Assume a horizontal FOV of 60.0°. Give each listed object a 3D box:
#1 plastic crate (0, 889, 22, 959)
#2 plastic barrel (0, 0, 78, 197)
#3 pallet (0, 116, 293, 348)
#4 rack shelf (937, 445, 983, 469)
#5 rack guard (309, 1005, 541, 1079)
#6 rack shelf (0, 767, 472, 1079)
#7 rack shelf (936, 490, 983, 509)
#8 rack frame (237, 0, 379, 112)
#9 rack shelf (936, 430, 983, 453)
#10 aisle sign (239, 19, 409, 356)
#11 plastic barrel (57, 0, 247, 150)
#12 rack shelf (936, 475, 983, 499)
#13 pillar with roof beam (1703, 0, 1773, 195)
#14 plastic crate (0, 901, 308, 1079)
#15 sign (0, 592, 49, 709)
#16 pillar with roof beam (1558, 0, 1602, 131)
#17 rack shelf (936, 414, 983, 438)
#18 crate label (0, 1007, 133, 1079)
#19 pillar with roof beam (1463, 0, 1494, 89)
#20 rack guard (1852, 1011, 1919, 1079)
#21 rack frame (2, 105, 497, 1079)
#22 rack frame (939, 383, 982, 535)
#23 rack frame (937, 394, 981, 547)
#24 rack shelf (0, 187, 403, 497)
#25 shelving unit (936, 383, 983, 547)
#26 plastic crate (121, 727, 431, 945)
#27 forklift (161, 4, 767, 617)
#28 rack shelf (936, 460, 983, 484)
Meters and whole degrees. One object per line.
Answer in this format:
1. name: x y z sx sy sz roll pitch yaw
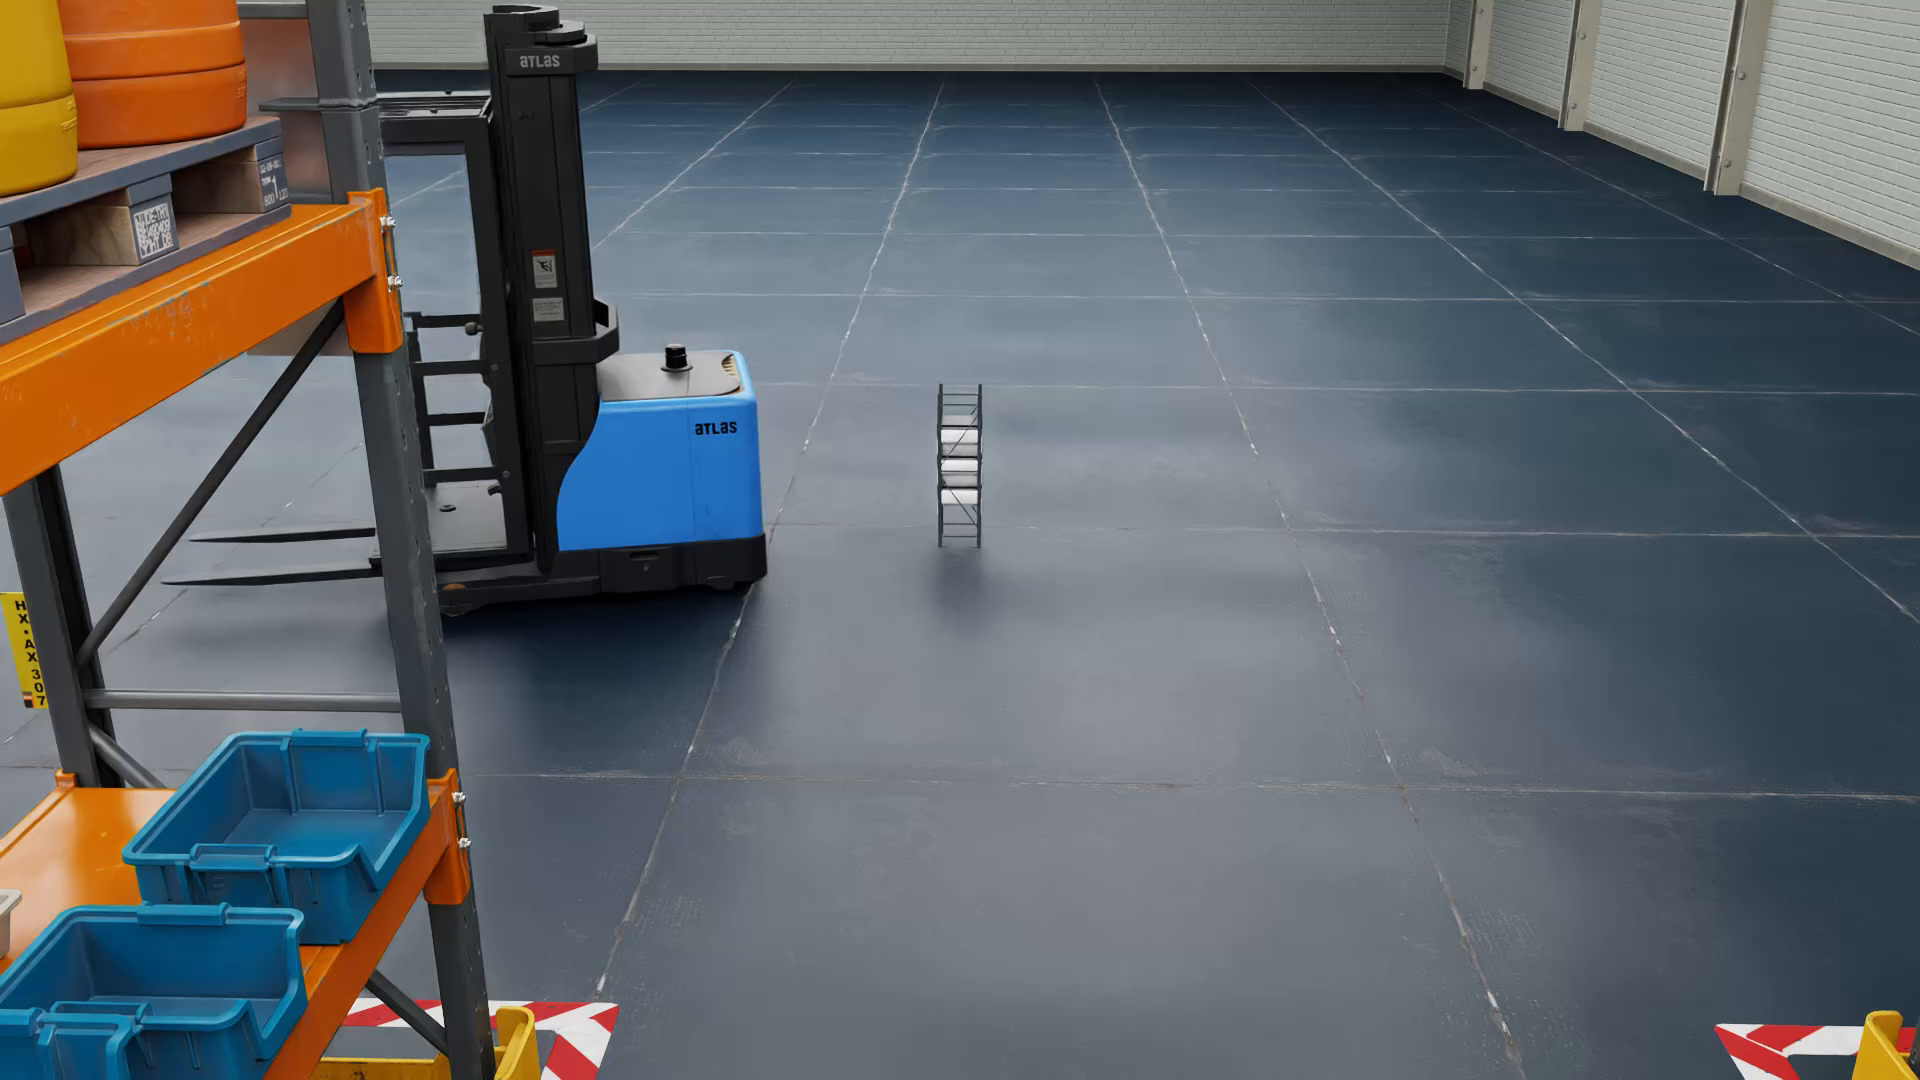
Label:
1. plastic crate: -2.178 0.865 3.517 0.298 0.136 0.250 1 21 2
2. plastic barrel: -1.737 -0.846 2.576 0.600 0.588 0.600 0 21 0
3. pallet: -1.952 -0.590 3.018 1.003 0.211 1.213 1 21 2
4. rack shelf: 0.000 -0.469 9.338 0.258 0.077 0.200 1 21 2
5. rack guard: -1.785 1.615 4.674 1.175 0.500 0.348 1 21 2
6. rack shelf: -1.890 1.481 2.561 1.077 0.370 4.000 1 21 2
7. rack shelf: 0.000 -0.218 9.436 0.258 0.077 0.200 1 21 2
8. rack frame: -1.829 -2.375 3.209 1.000 3.000 0.127 1 21 2
9. rack shelf: 0.000 -0.553 9.306 0.258 0.077 0.200 1 21 2
10. aisle sign: -1.530 -0.813 3.883 0.394 0.787 0.004 1 21 2
11. plastic barrel: -1.717 -1.195 3.142 0.600 0.830 0.708 1 21 2
12. rack shelf: 0.000 -0.302 9.403 0.258 0.077 0.200 1 21 2
13. pillar with roof beam: 5.161 -8.559 19.147 9.100 9.000 0.400 1 21 2
14. plastic crate: -1.571 0.910 3.241 0.499 0.251 0.408 1 21 2
15. sign: -2.379 0.285 4.264 0.100 0.325 0.005 1 21 2
16. pillar with roof beam: 5.343 -10.728 24.738 9.100 9.000 0.400 1 21 2
17. rack shelf: 0.000 -0.637 9.273 0.258 0.077 0.200 1 21 2
18. crate label: -1.615 1.074 2.565 0.502 0.435 0.616 1 21 2
19. pillar with roof beam: 5.526 -12.897 30.329 9.100 9.000 0.400 1 21 2
20. rack guard: 3.122 1.635 4.625 1.175 0.500 0.348 1 21 2
21. rack frame: -1.829 0.422 4.294 1.000 3.000 0.127 1 21 2
22. rack frame: 0.003 -0.453 9.453 0.240 0.900 0.006 1 21 2
23. rack frame: -0.003 -0.380 9.264 0.240 0.900 0.006 1 21 2
24. rack shelf: -1.890 0.082 2.018 1.077 0.370 4.000 1 21 2
25. shelving unit: 0.000 -0.417 9.359 0.258 0.900 0.210 1 21 2
26. plastic crate: -1.545 0.676 3.846 0.499 0.251 0.616 1 21 2
27. forklift: -2.598 -1.168 8.488 3.031 2.935 1.130 -4 22 -11
28. rack shelf: 0.000 -0.386 9.371 0.258 0.077 0.200 1 21 2
